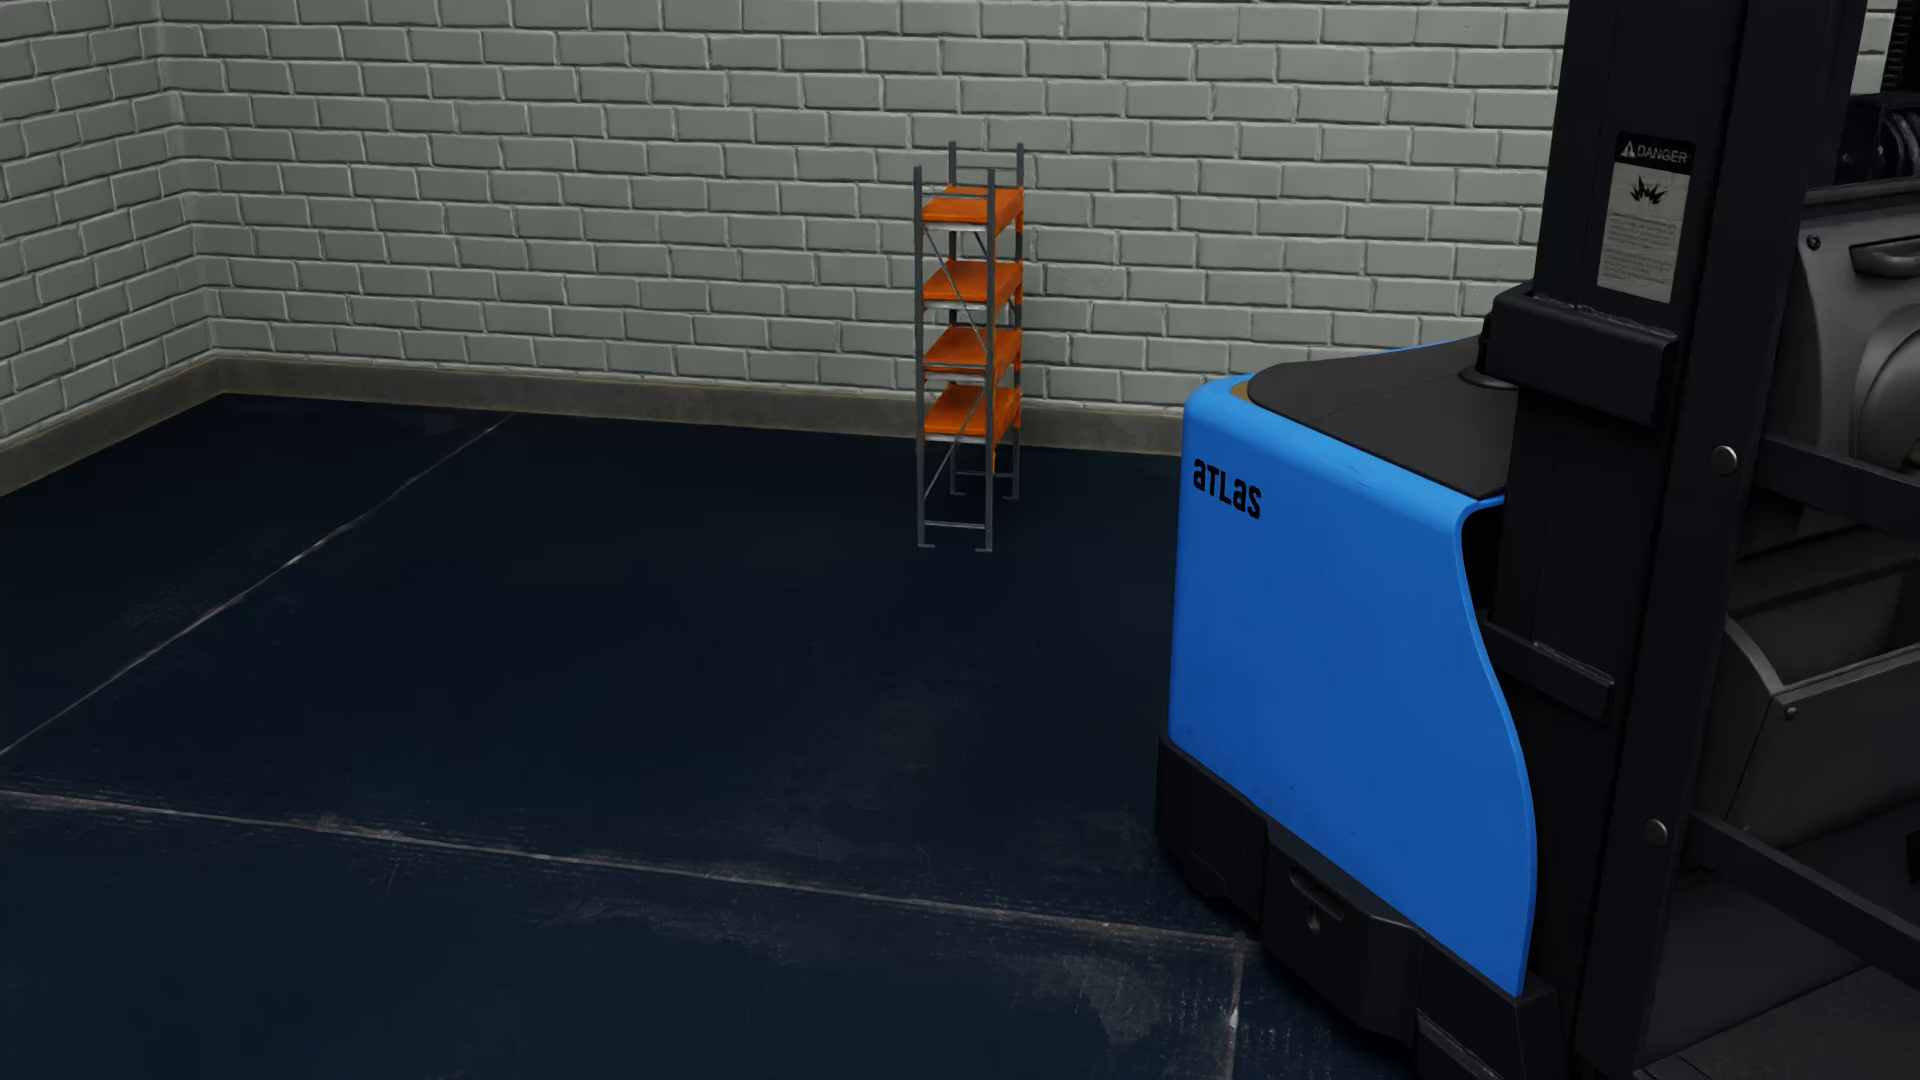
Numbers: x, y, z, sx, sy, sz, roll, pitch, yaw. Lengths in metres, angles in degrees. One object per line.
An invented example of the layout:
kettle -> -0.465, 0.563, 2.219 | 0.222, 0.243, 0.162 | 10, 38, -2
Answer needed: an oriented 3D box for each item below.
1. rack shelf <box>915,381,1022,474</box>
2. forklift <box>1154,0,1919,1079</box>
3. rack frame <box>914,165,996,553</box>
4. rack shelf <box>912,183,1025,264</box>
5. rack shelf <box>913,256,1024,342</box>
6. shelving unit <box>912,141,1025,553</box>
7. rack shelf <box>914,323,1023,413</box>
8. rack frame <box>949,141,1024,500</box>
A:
rack shelf -> 0.034, -0.371, 5.379 | 0.258, 0.148, 0.480 | 4, 22, 11
forklift -> 1.560, -0.272, 2.105 | 1.130, 2.935, 3.031 | -11, 25, -26
rack frame -> -0.016, -0.528, 5.058 | 0.240, 1.200, 0.015 | 4, 22, 11
rack shelf -> 0.034, -0.982, 5.133 | 0.258, 0.148, 0.480 | 4, 22, 11
rack shelf -> 0.034, -0.762, 5.221 | 0.258, 0.148, 0.480 | 4, 22, 11
shelving unit -> 0.034, -0.617, 5.280 | 0.258, 1.200, 0.503 | 4, 22, 11
rack shelf -> 0.034, -0.555, 5.305 | 0.258, 0.148, 0.480 | 4, 22, 11
rack frame -> 0.084, -0.706, 5.501 | 0.240, 1.200, 0.015 | 4, 22, 11
